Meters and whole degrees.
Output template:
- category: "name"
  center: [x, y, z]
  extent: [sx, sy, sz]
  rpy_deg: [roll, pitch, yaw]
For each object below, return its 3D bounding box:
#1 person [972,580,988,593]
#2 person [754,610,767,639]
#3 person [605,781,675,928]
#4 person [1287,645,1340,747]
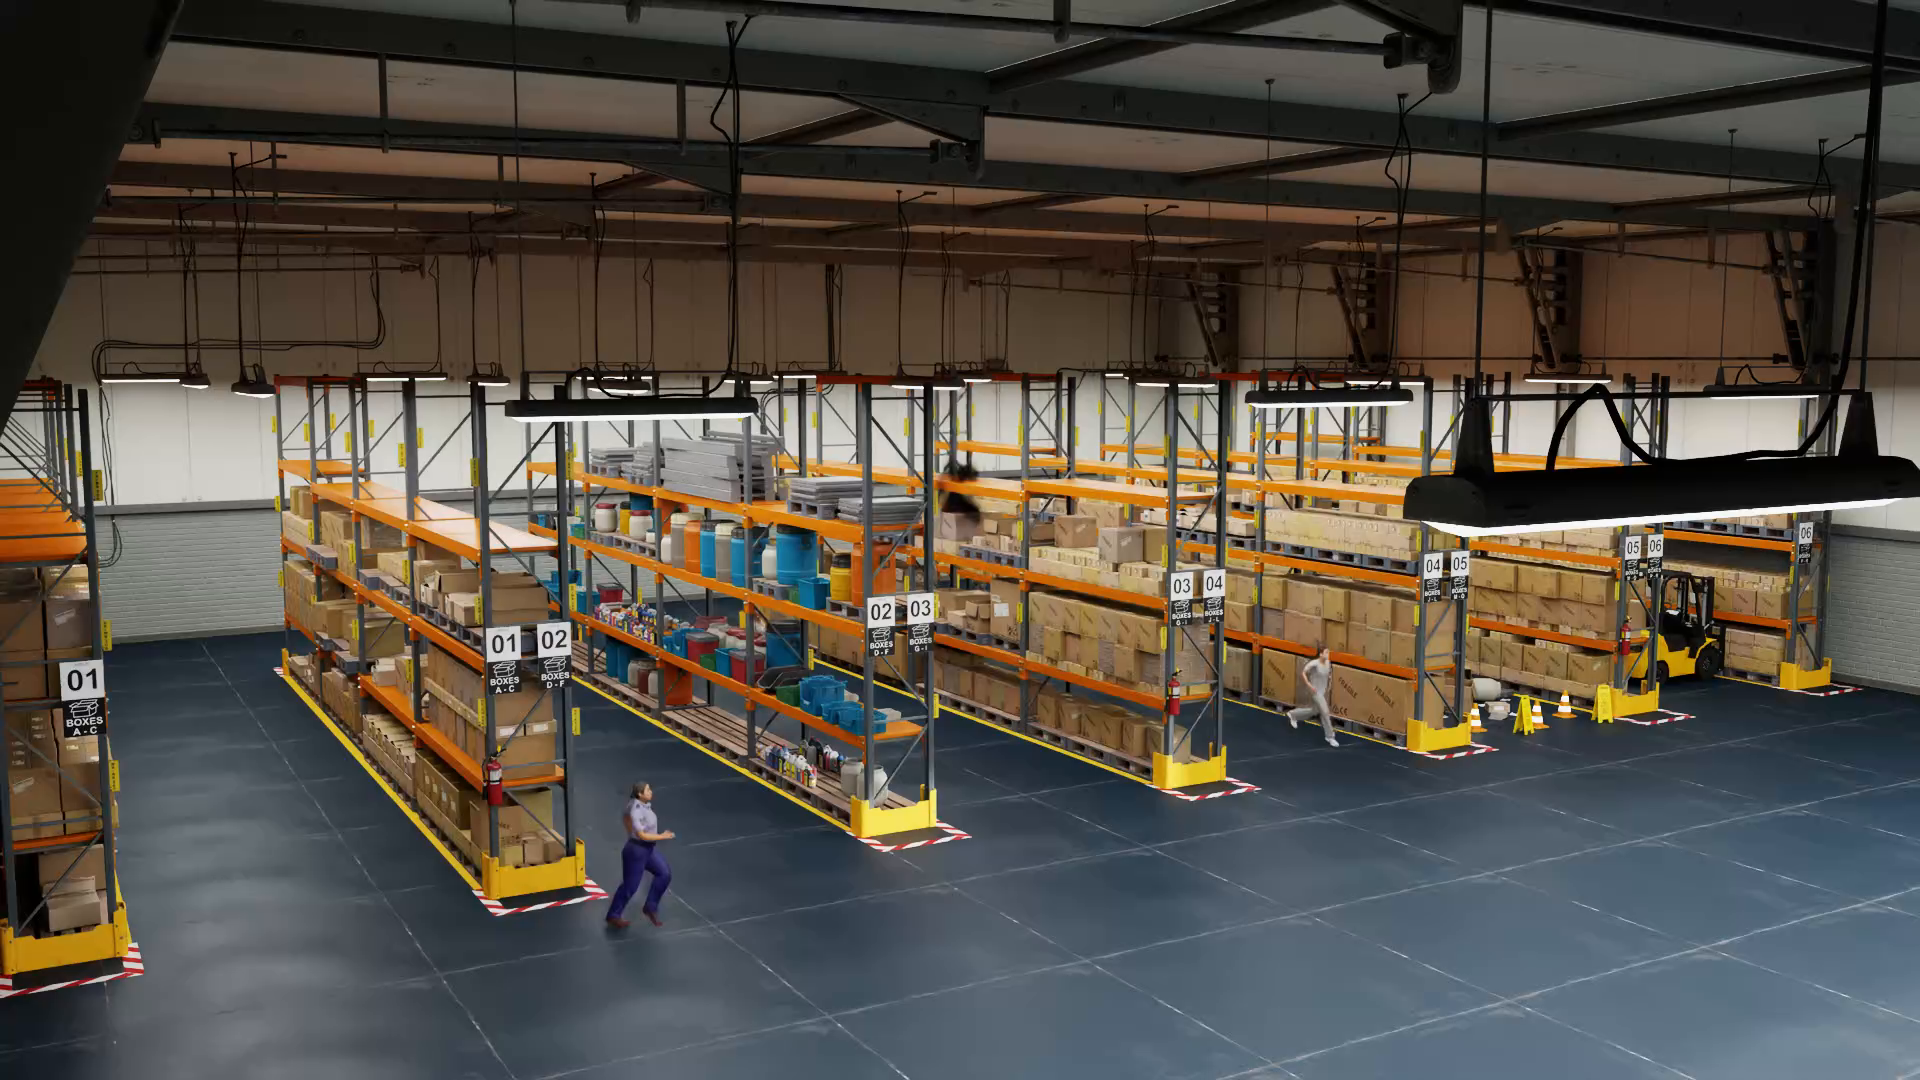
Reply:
- category: "person"
  center: [0.506, 0.890, 41.945]
  extent: [0.674, 1.798, 0.651]
  rpy_deg: [2, 6, 15]
- category: "person"
  center: [-3.779, 2.094, 31.607]
  extent: [0.521, 1.548, 0.570]
  rpy_deg: [-6, 8, -42]
- category: "person"
  center: [-3.546, 3.497, 18.505]
  extent: [0.780, 1.666, 0.593]
  rpy_deg: [1, 6, 5]
- category: "person"
  center: [5.846, 2.526, 27.475]
  extent: [0.565, 1.661, 1.051]
  rpy_deg: [-6, 9, -43]
